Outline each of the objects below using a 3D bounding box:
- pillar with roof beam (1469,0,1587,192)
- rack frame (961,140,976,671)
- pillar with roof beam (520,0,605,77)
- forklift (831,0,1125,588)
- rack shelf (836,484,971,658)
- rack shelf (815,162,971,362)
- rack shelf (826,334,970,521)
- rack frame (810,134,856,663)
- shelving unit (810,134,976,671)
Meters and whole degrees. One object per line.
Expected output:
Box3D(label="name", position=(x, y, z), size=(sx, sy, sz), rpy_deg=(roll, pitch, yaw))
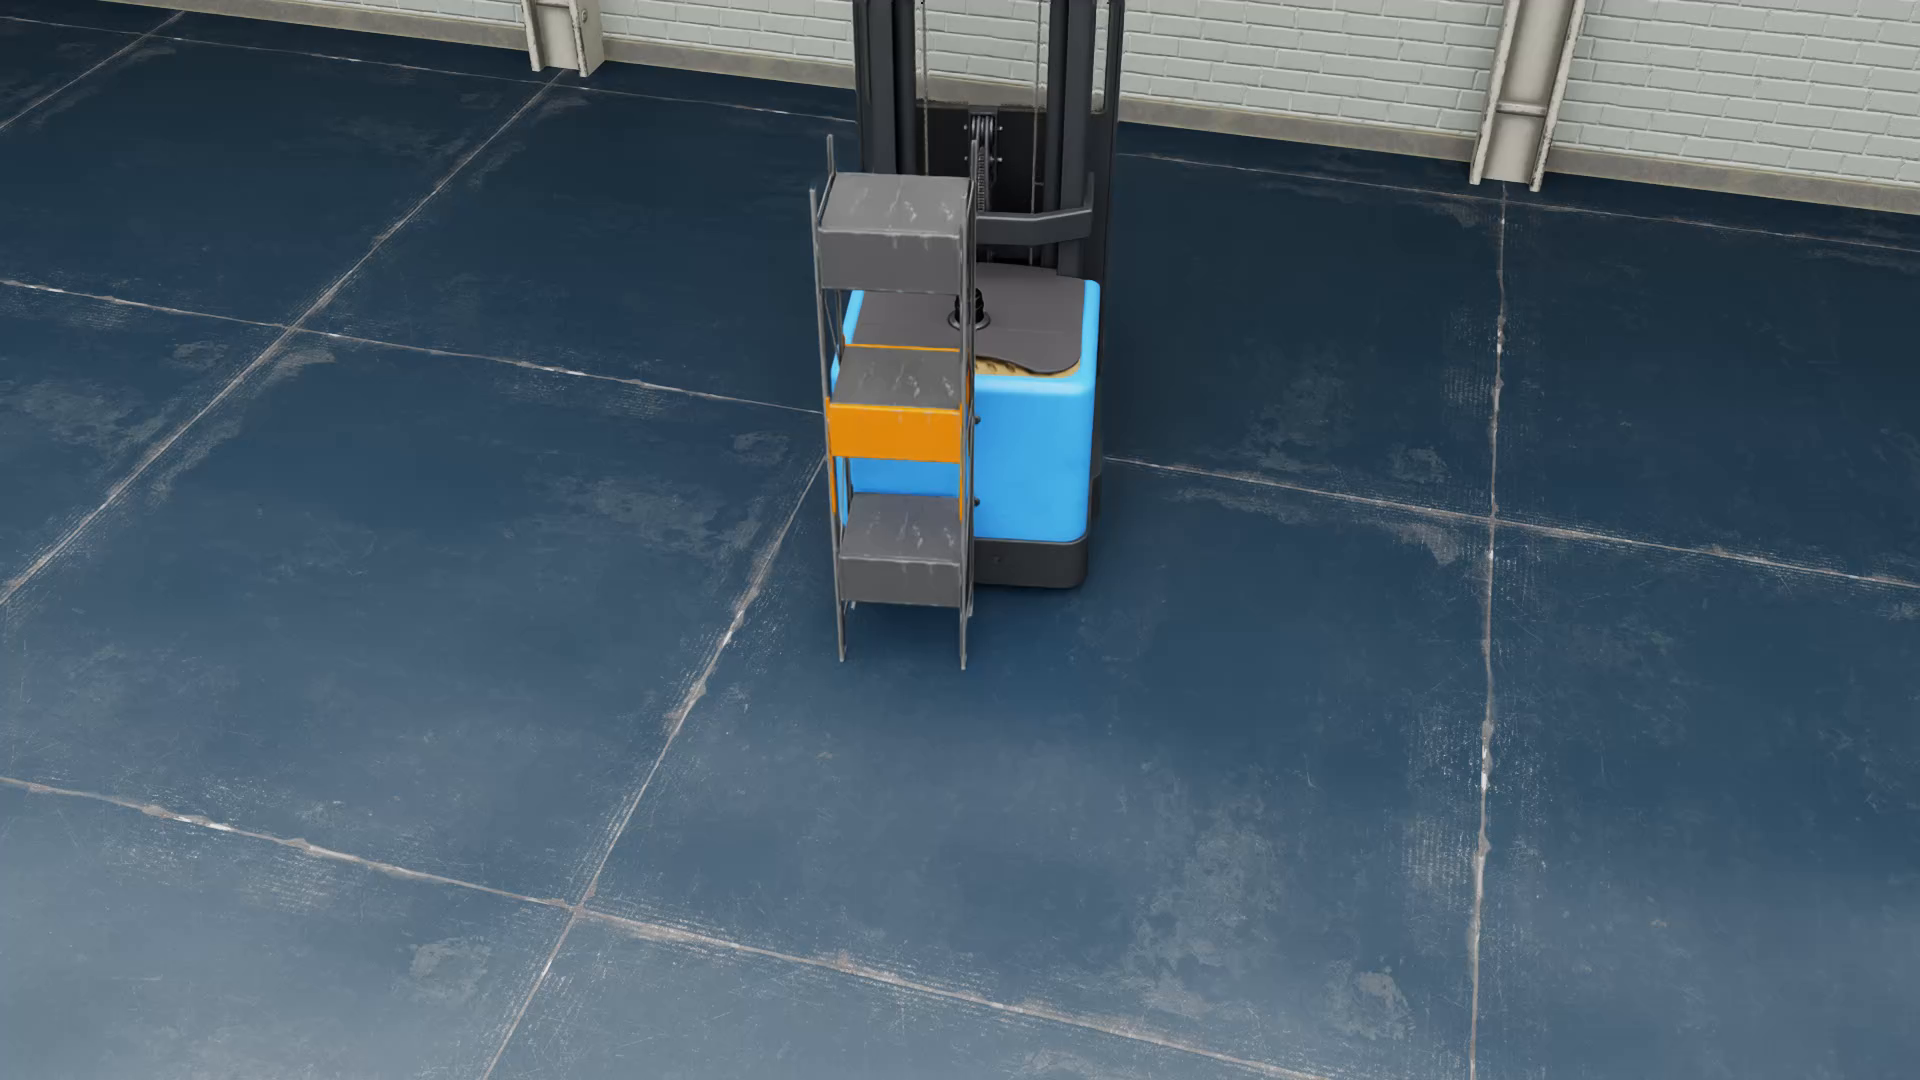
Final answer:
Box3D(label="pillar with roof beam", position=(2.101, -2.922, 3.732), size=(0.400, 9.000, 9.100), rpy_deg=(10, 41, 11))
Box3D(label="rack frame", position=(0.030, -0.411, 6.107), size=(0.015, 2.100, 0.400), rpy_deg=(3, 40, 4))
Box3D(label="pillar with roof beam", position=(-3.695, -3.919, 4.920), size=(0.400, 9.000, 9.100), rpy_deg=(10, 41, 11))
Box3D(label="forklift", position=(0.137, -1.860, 7.186), size=(1.130, 2.935, 3.031), rpy_deg=(3, 40, 4))
Box3D(label="rack shelf", position=(-0.213, 0.121, 6.583), size=(0.480, 0.518, 0.431), rpy_deg=(3, 40, 4))
Box3D(label="rack shelf", position=(-0.213, -0.951, 5.683), size=(0.480, 0.518, 0.431), rpy_deg=(3, 40, 4))
Box3D(label="rack shelf", position=(-0.213, -0.415, 6.133), size=(0.480, 0.518, 0.431), rpy_deg=(3, 40, 4))
Box3D(label="rack frame", position=(-0.456, -0.440, 6.141), size=(0.015, 2.100, 0.400), rpy_deg=(3, 40, 4))
Box3D(label="shelving unit", position=(-0.213, -0.425, 6.124), size=(0.503, 2.100, 0.431), rpy_deg=(3, 40, 4))
